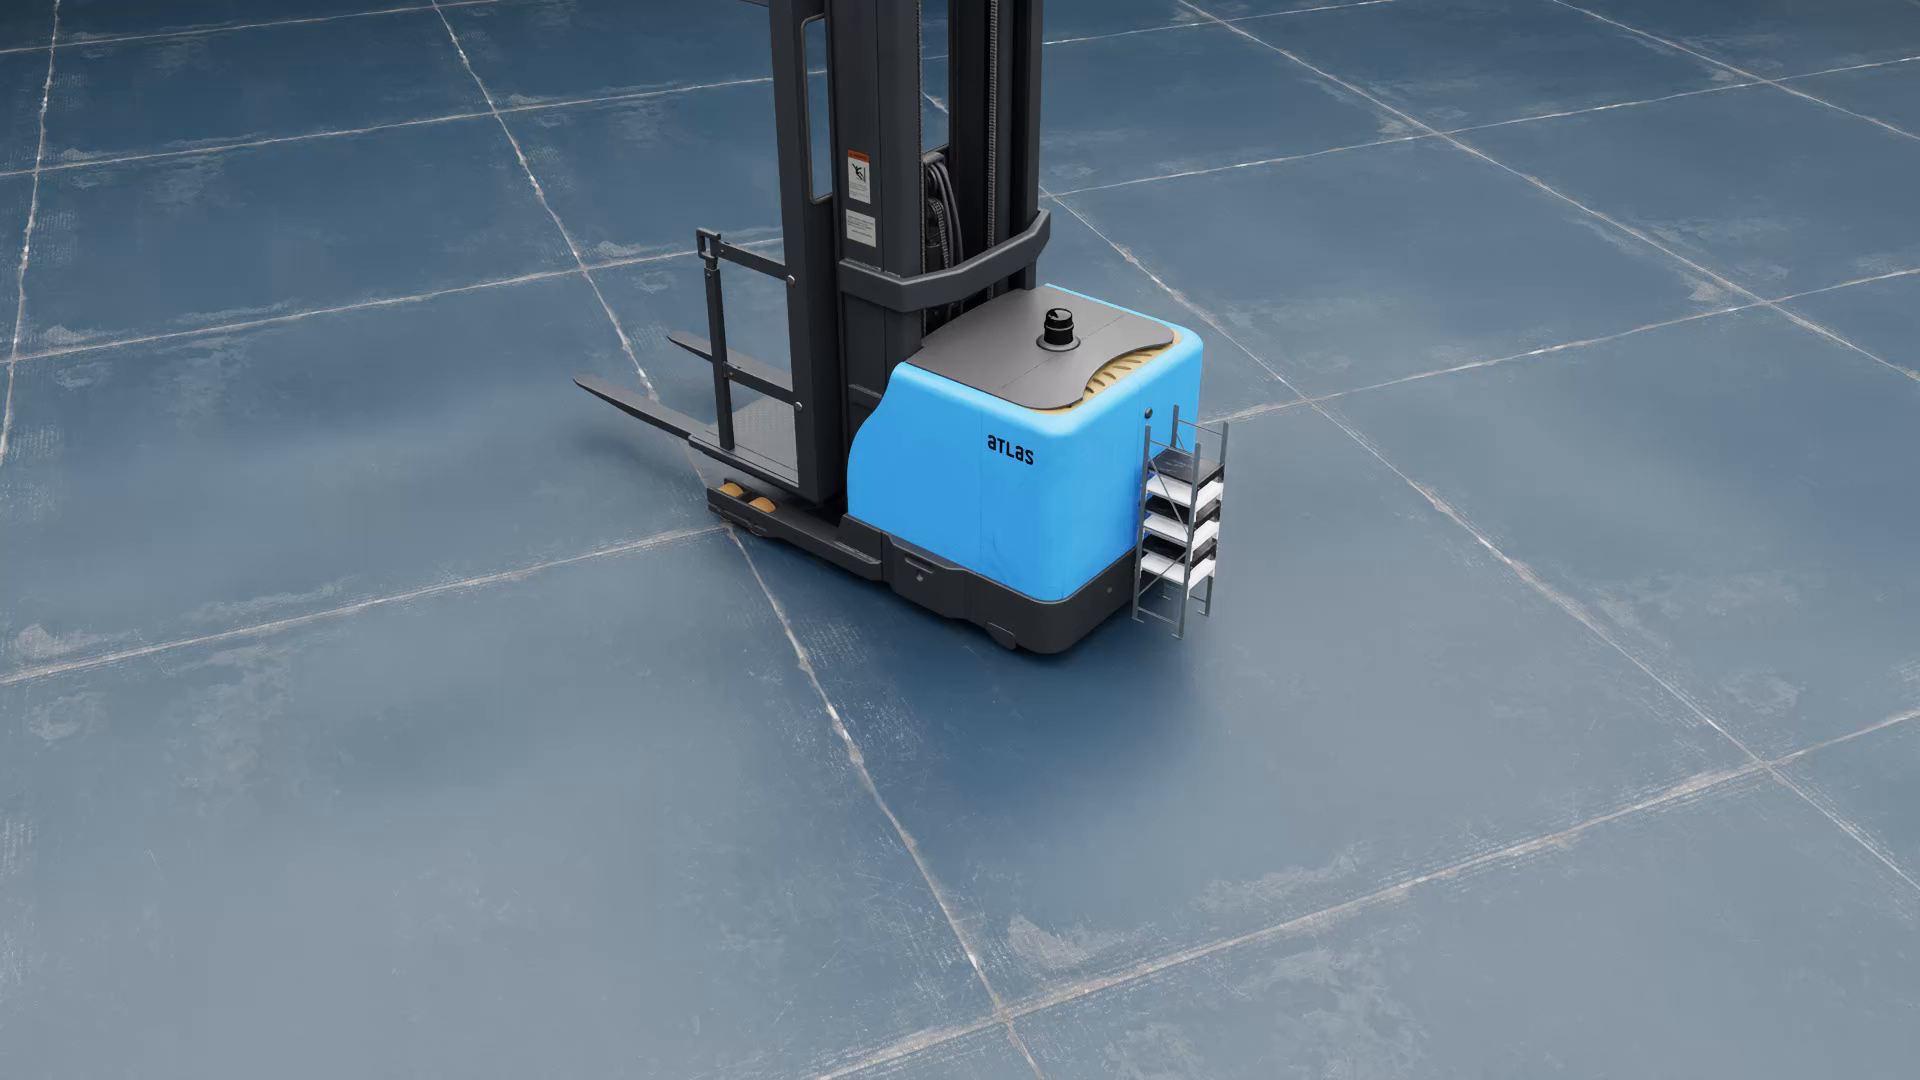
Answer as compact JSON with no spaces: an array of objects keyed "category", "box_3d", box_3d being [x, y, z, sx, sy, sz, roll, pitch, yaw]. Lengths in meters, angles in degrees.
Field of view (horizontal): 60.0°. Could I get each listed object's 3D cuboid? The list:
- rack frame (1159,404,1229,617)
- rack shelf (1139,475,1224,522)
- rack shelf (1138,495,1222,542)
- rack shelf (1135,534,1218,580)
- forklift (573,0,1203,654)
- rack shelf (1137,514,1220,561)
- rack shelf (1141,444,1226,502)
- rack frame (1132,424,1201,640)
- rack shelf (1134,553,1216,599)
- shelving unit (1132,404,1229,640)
[{"category":"rack frame","box_3d":[0.920,-0.106,6.588,0.240,0.900,0.006,23,39,31]},{"category":"rack shelf","box_3d":[0.858,-0.185,6.440,0.258,0.077,0.200,23,39,31]},{"category":"rack shelf","box_3d":[0.858,-0.110,6.490,0.258,0.077,0.200,23,39,31]},{"category":"rack shelf","box_3d":[0.858,0.041,6.588,0.258,0.077,0.200,23,39,31]},{"category":"forklift","box_3d":[-0.490,-1.445,6.783,3.031,2.935,1.130,24,40,32]},{"category":"rack shelf","box_3d":[0.858,-0.034,6.539,0.258,0.077,0.200,23,39,31]},{"category":"rack shelf","box_3d":[0.858,-0.261,6.391,0.258,0.077,0.200,23,39,31]},{"category":"rack frame","box_3d":[0.796,-0.018,6.453,0.240,0.900,0.006,23,39,31]},{"category":"rack shelf","box_3d":[0.858,0.117,6.637,0.258,0.077,0.200,23,39,31]},{"category":"shelving unit","box_3d":[0.858,-0.062,6.520,0.258,0.900,0.210,23,39,31]}]
